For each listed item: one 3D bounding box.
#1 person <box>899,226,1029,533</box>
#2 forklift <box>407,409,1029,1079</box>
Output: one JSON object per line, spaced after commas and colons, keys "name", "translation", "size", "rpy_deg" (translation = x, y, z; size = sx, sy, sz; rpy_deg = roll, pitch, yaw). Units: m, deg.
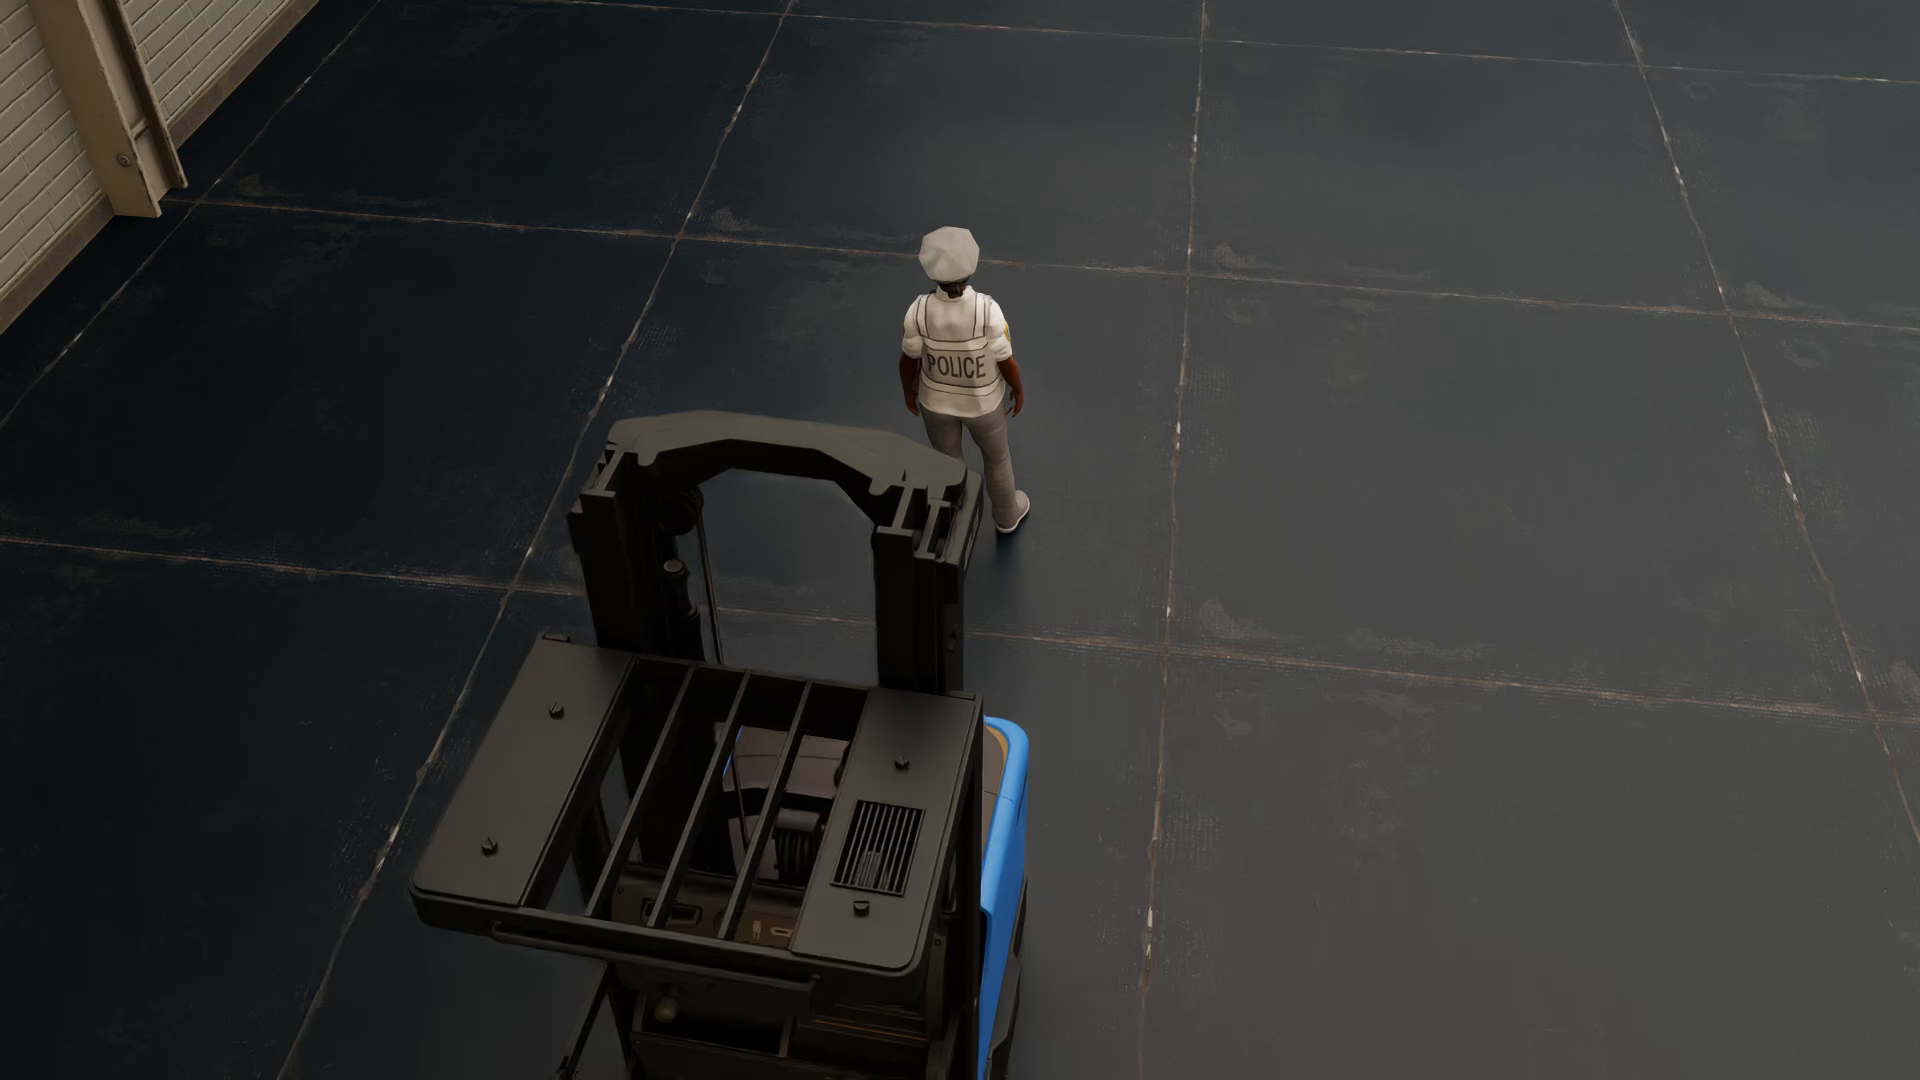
{"name": "person", "translation": [0.030, -0.678, 7.366], "size": [0.569, 1.695, 0.528], "rpy_deg": [5, 43, 6]}
{"name": "forklift", "translation": [-0.535, 1.245, 4.369], "size": [1.130, 2.935, 3.031], "rpy_deg": [7, 43, 8]}
